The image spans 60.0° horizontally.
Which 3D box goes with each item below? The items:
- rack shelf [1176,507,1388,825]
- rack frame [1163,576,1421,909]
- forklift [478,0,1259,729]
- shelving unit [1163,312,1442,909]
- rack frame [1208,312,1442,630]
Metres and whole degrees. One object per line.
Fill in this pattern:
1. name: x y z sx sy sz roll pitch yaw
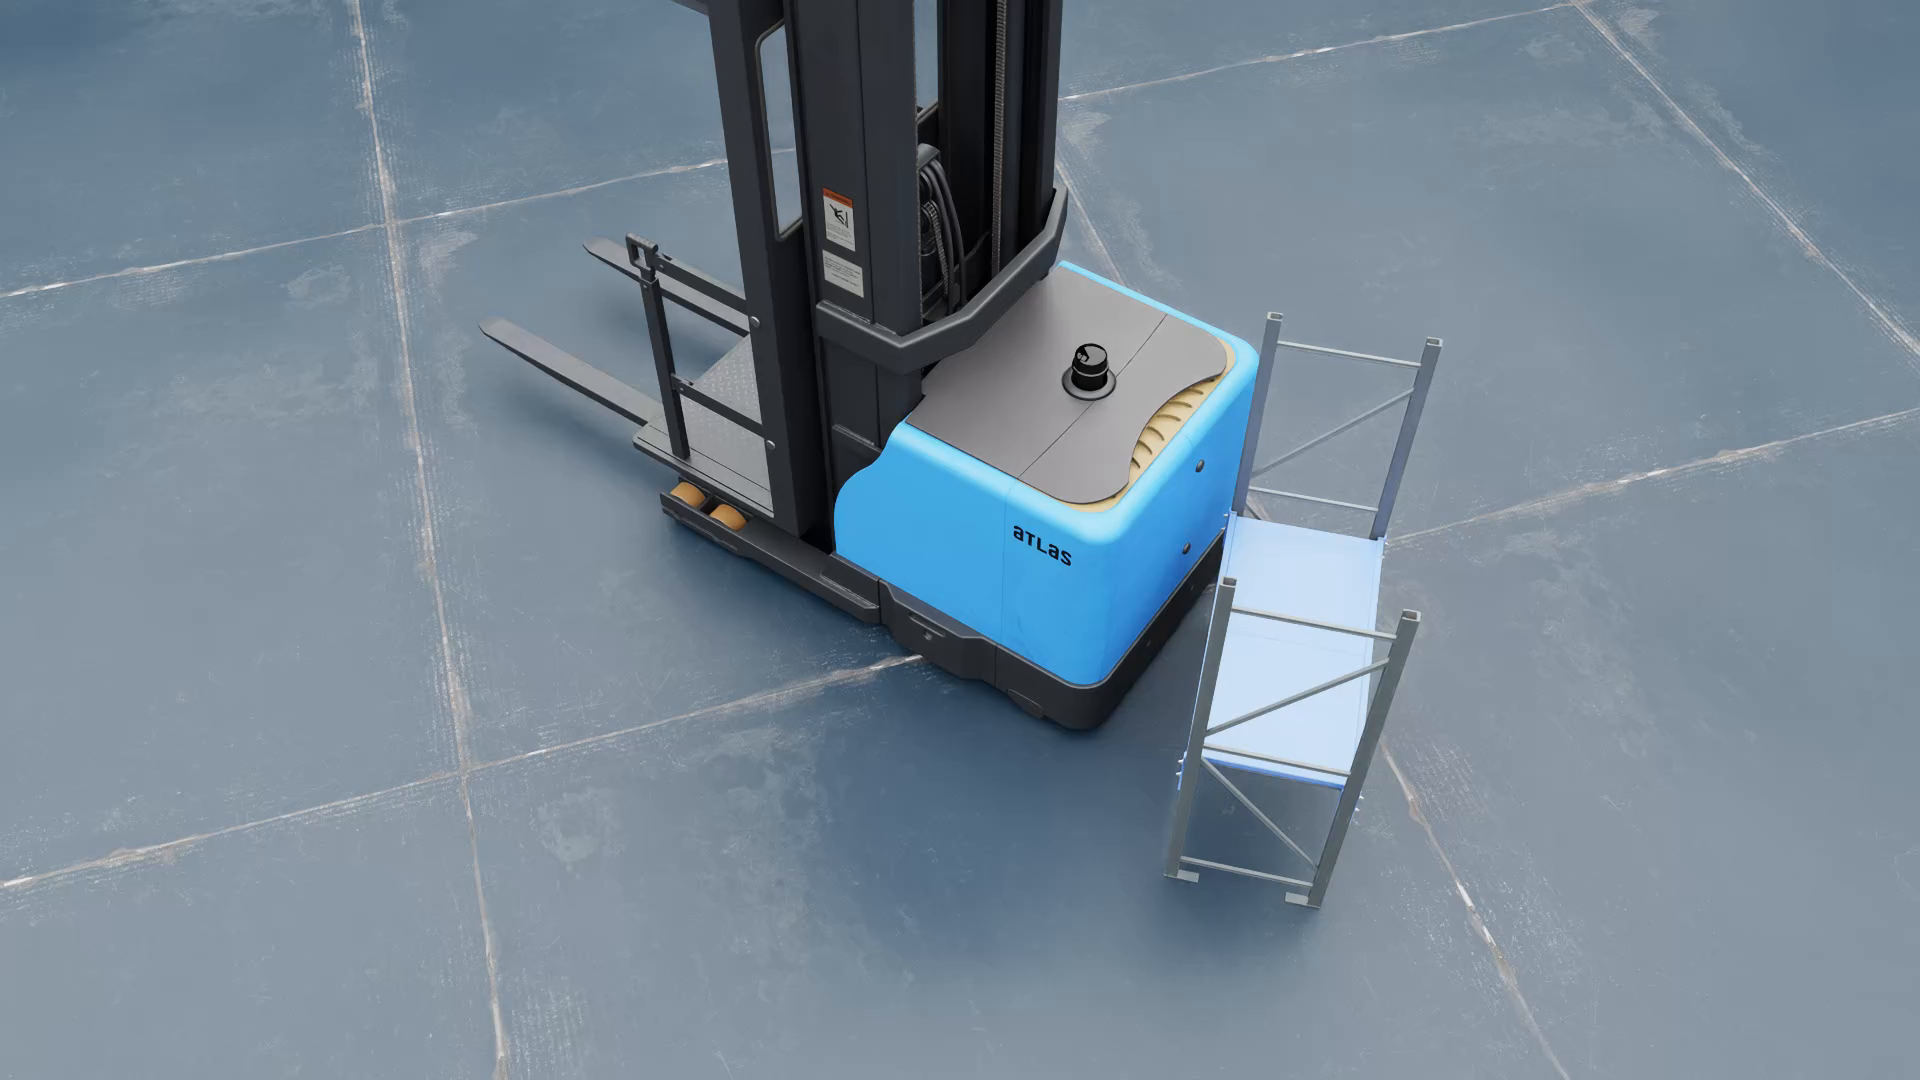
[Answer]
1. rack shelf: 1.019 0.367 5.195 0.538 0.185 1.000 10 51 9
2. rack frame: 0.900 0.629 4.739 0.500 1.500 0.032 10 51 9
3. forklift: -0.511 -1.217 5.359 3.031 2.935 1.130 28 55 22
4. shelving unit: 1.019 0.251 5.057 0.538 1.500 1.048 10 51 9
5. rack frame: 1.139 -0.126 5.376 0.500 1.500 0.032 10 51 9
